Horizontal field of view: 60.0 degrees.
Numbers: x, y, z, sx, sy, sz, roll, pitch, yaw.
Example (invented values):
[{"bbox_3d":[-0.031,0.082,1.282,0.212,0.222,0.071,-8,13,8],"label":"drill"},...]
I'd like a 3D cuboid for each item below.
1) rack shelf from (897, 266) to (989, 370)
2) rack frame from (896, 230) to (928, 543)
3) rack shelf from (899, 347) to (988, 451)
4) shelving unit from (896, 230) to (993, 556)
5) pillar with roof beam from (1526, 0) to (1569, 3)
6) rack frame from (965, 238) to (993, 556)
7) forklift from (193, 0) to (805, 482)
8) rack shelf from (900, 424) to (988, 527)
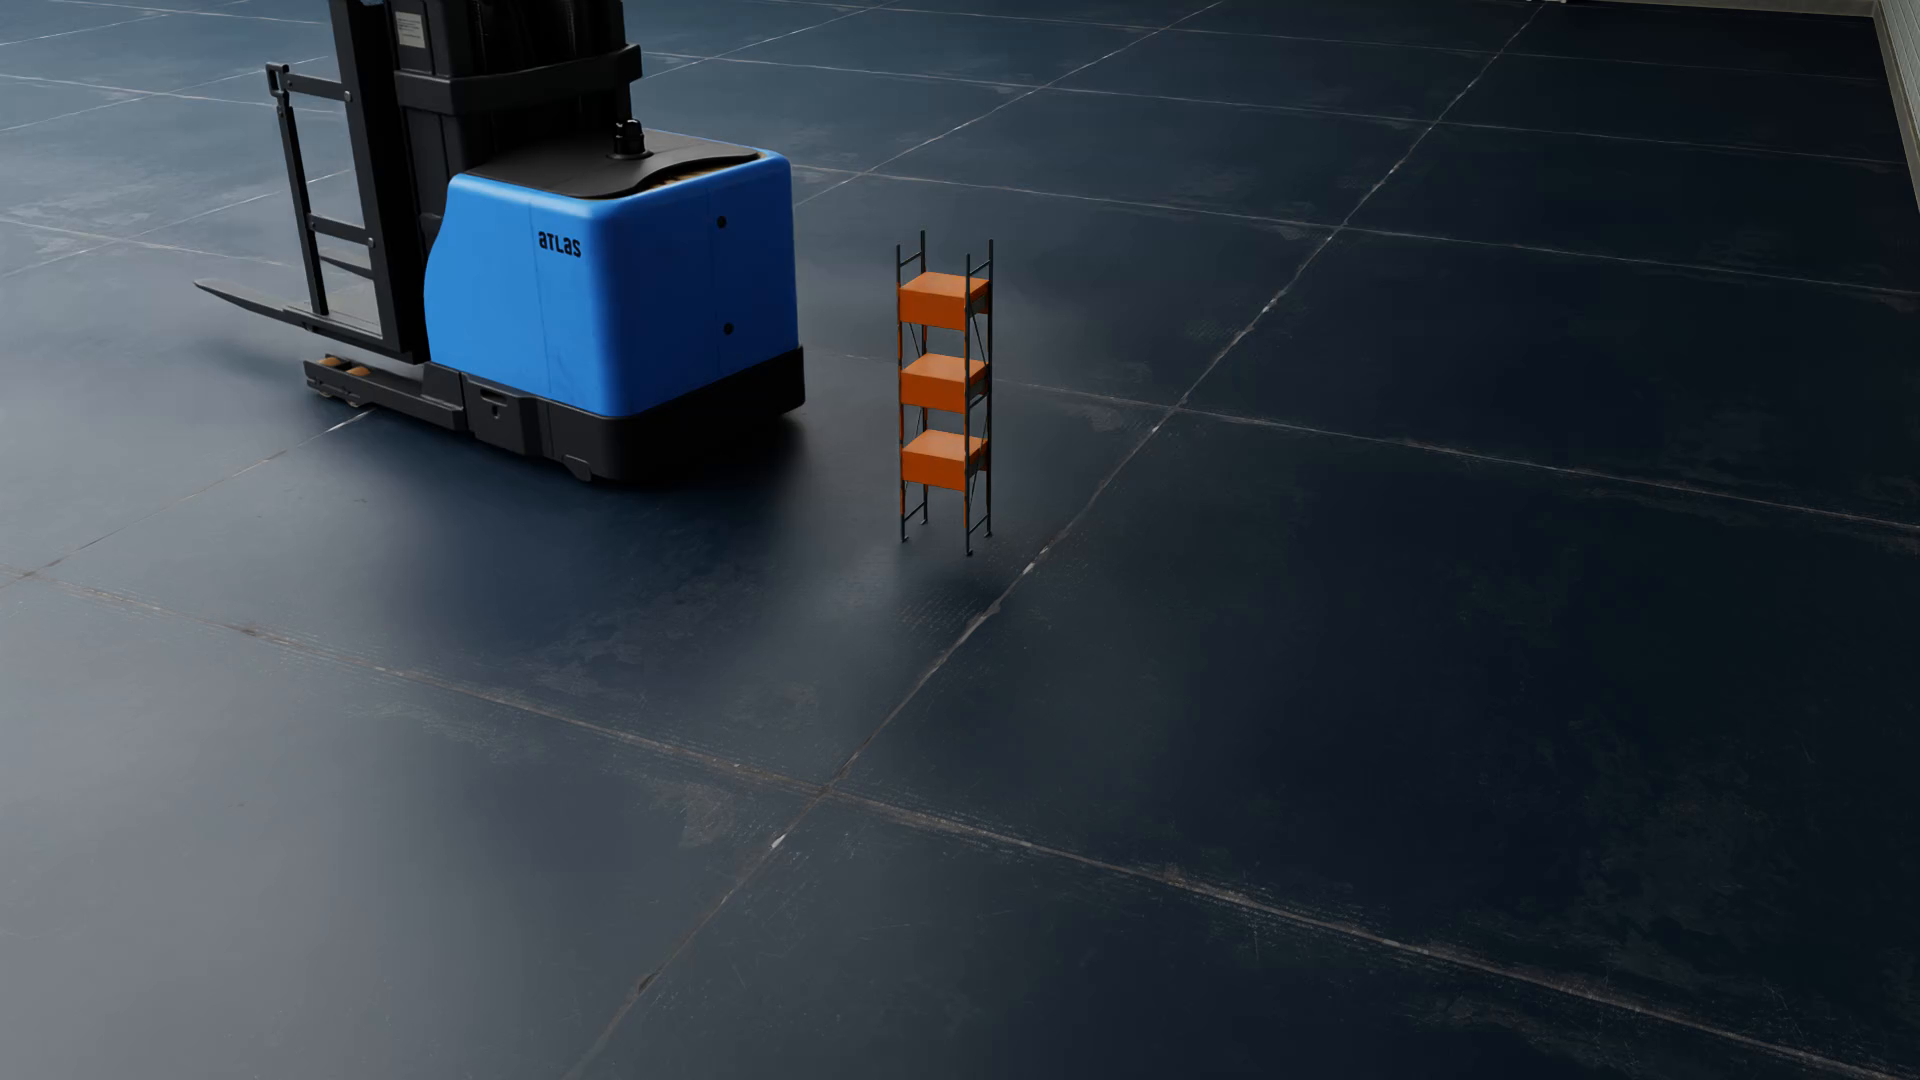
[{"bbox_3d":[-0.049,-0.726,5.417,0.240,0.259,0.215,11,28,22],"label":"rack shelf"},{"bbox_3d":[-0.160,-0.503,5.583,0.008,1.050,0.200,11,28,22],"label":"rack frame"},{"bbox_3d":[-0.049,-0.471,5.543,0.240,0.259,0.215,11,28,22],"label":"rack shelf"},{"bbox_3d":[-0.049,-0.481,5.538,0.252,1.050,0.215,11,28,22],"label":"shelving unit"},{"bbox_3d":[4.200,-7.803,11.412,0.400,9.000,9.100,11,28,22],"label":"pillar with roof beam"},{"bbox_3d":[0.062,-0.458,5.493,0.008,1.050,0.200,11,28,22],"label":"rack frame"},{"bbox_3d":[-2.116,-2.030,6.554,3.031,2.935,1.130,18,31,32],"label":"forklift"},{"bbox_3d":[-0.049,-0.222,5.665,0.240,0.259,0.215,11,28,22],"label":"rack shelf"}]
